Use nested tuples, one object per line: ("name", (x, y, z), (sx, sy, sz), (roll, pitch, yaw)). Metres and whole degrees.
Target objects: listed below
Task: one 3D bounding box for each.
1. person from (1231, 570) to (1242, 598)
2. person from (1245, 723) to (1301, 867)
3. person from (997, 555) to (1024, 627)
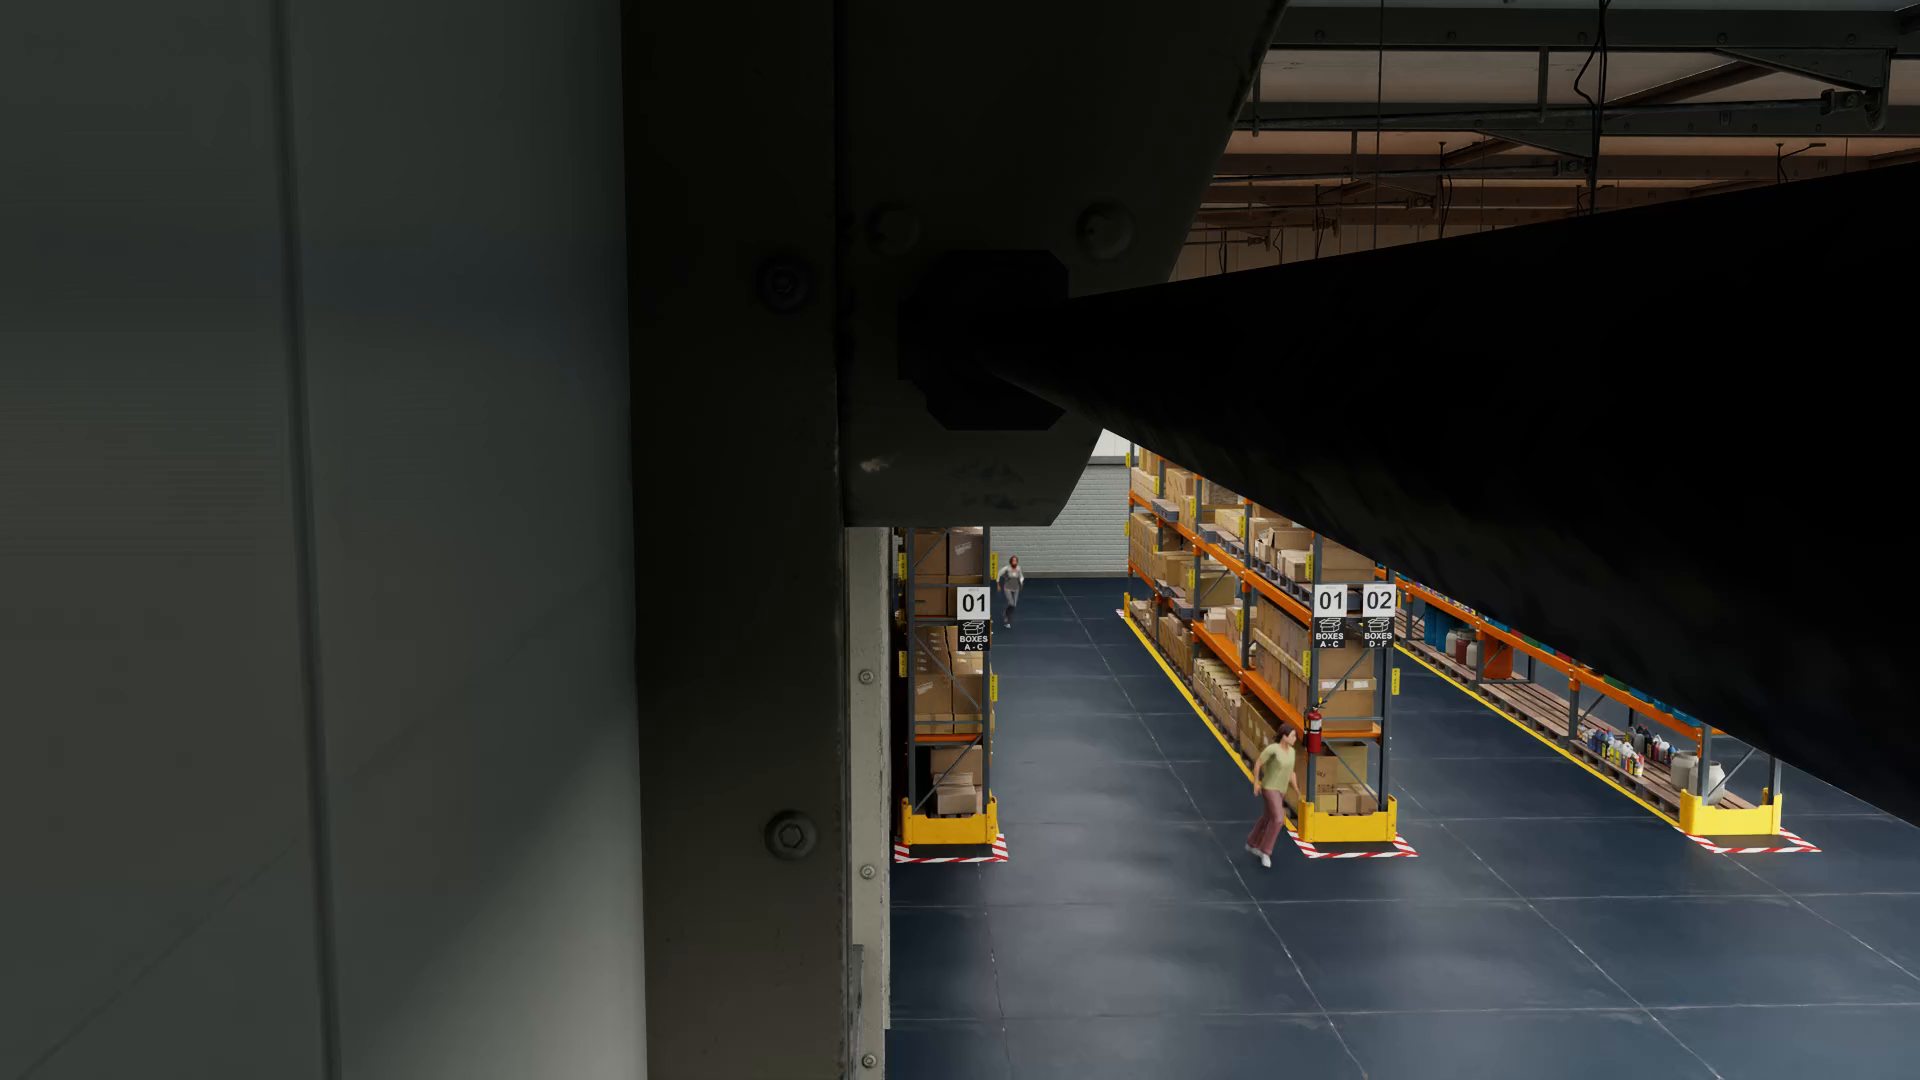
("person", (5.847, 0.971, 35.642), (0.506, 1.684, 0.798), (-2, 7, -12))
("person", (3.681, 2.977, 19.743), (0.638, 1.631, 0.653), (-6, 9, -38))
("person", (1.083, 1.085, 35.011), (0.548, 1.541, 0.663), (-3, 8, -24))
